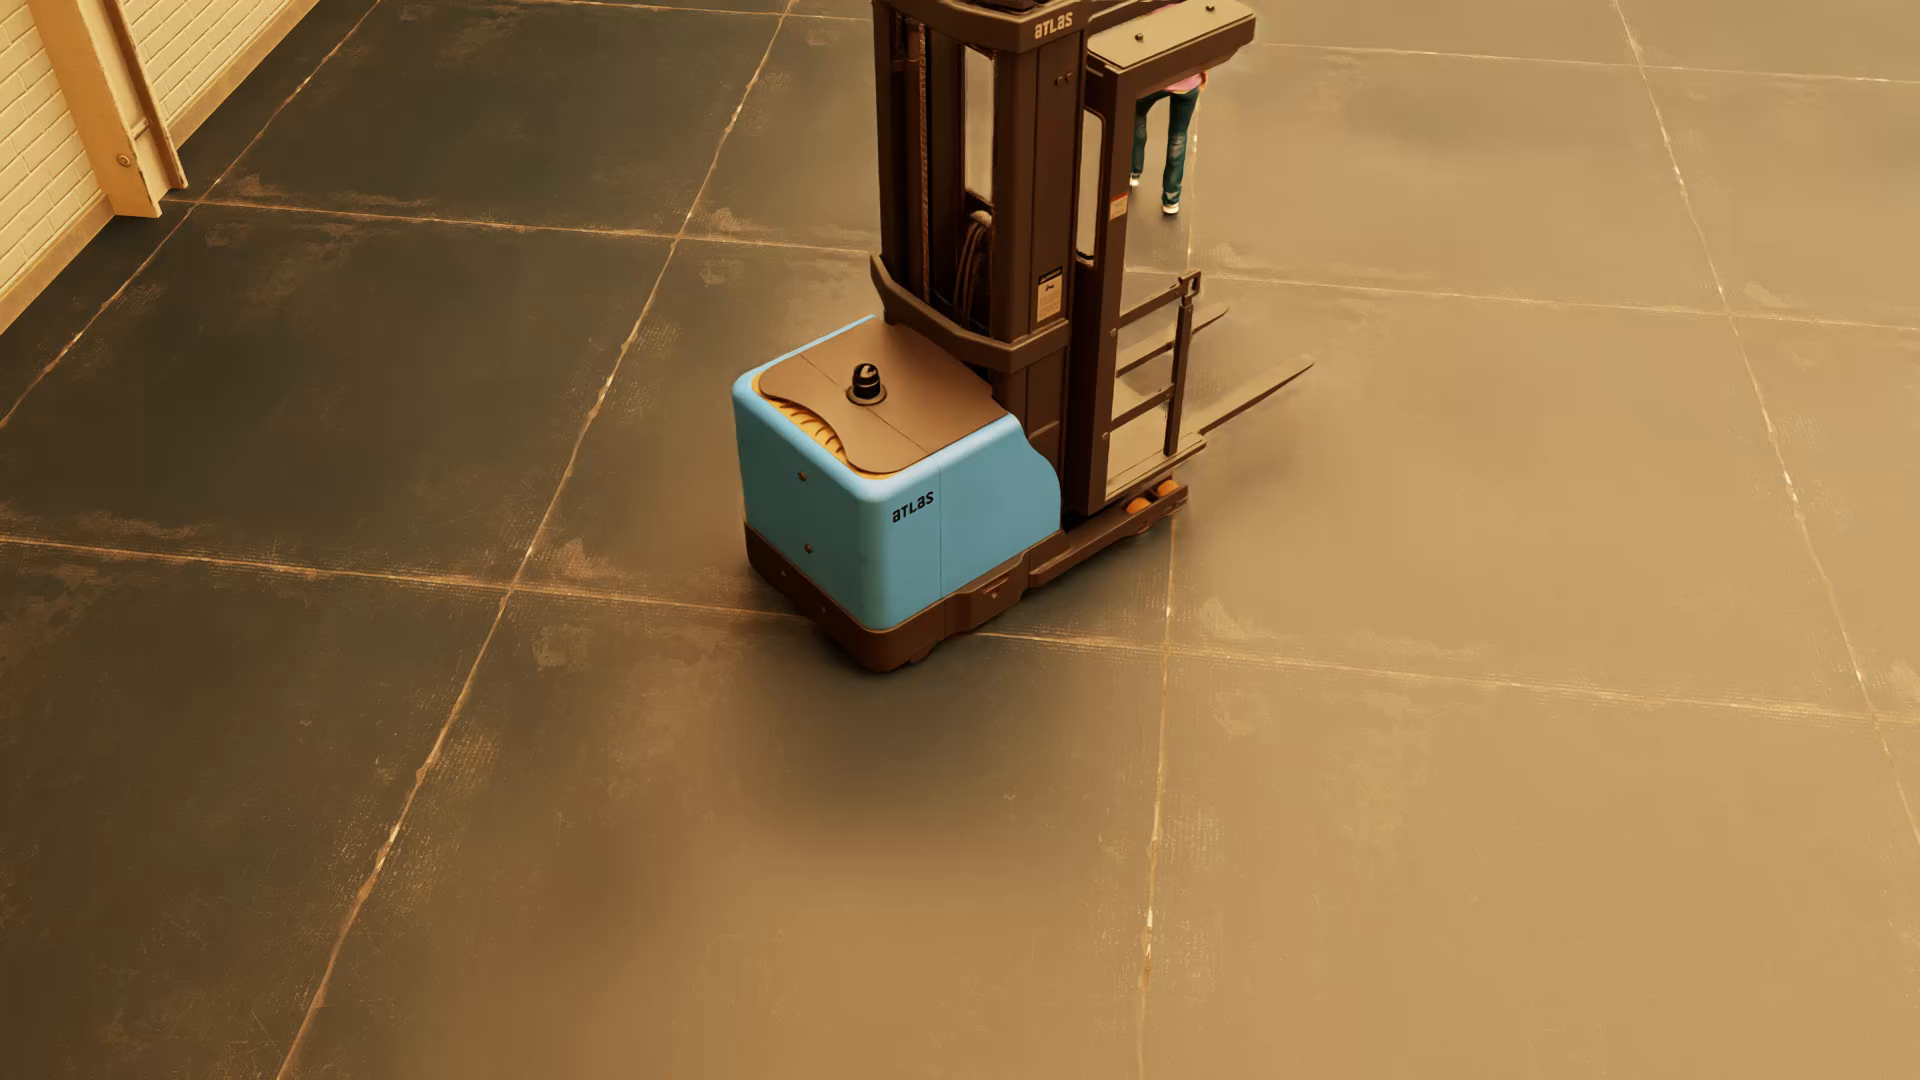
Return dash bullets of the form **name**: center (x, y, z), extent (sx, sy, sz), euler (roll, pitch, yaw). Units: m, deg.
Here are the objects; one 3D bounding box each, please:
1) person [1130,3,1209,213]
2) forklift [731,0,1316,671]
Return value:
- **person**: center (1.210, -2.660, 9.667), extent (0.510, 1.619, 0.482), euler (0, 43, 0)
- **forklift**: center (0.465, -1.361, 7.206), extent (3.031, 2.935, 1.130), euler (-30, 50, -28)
